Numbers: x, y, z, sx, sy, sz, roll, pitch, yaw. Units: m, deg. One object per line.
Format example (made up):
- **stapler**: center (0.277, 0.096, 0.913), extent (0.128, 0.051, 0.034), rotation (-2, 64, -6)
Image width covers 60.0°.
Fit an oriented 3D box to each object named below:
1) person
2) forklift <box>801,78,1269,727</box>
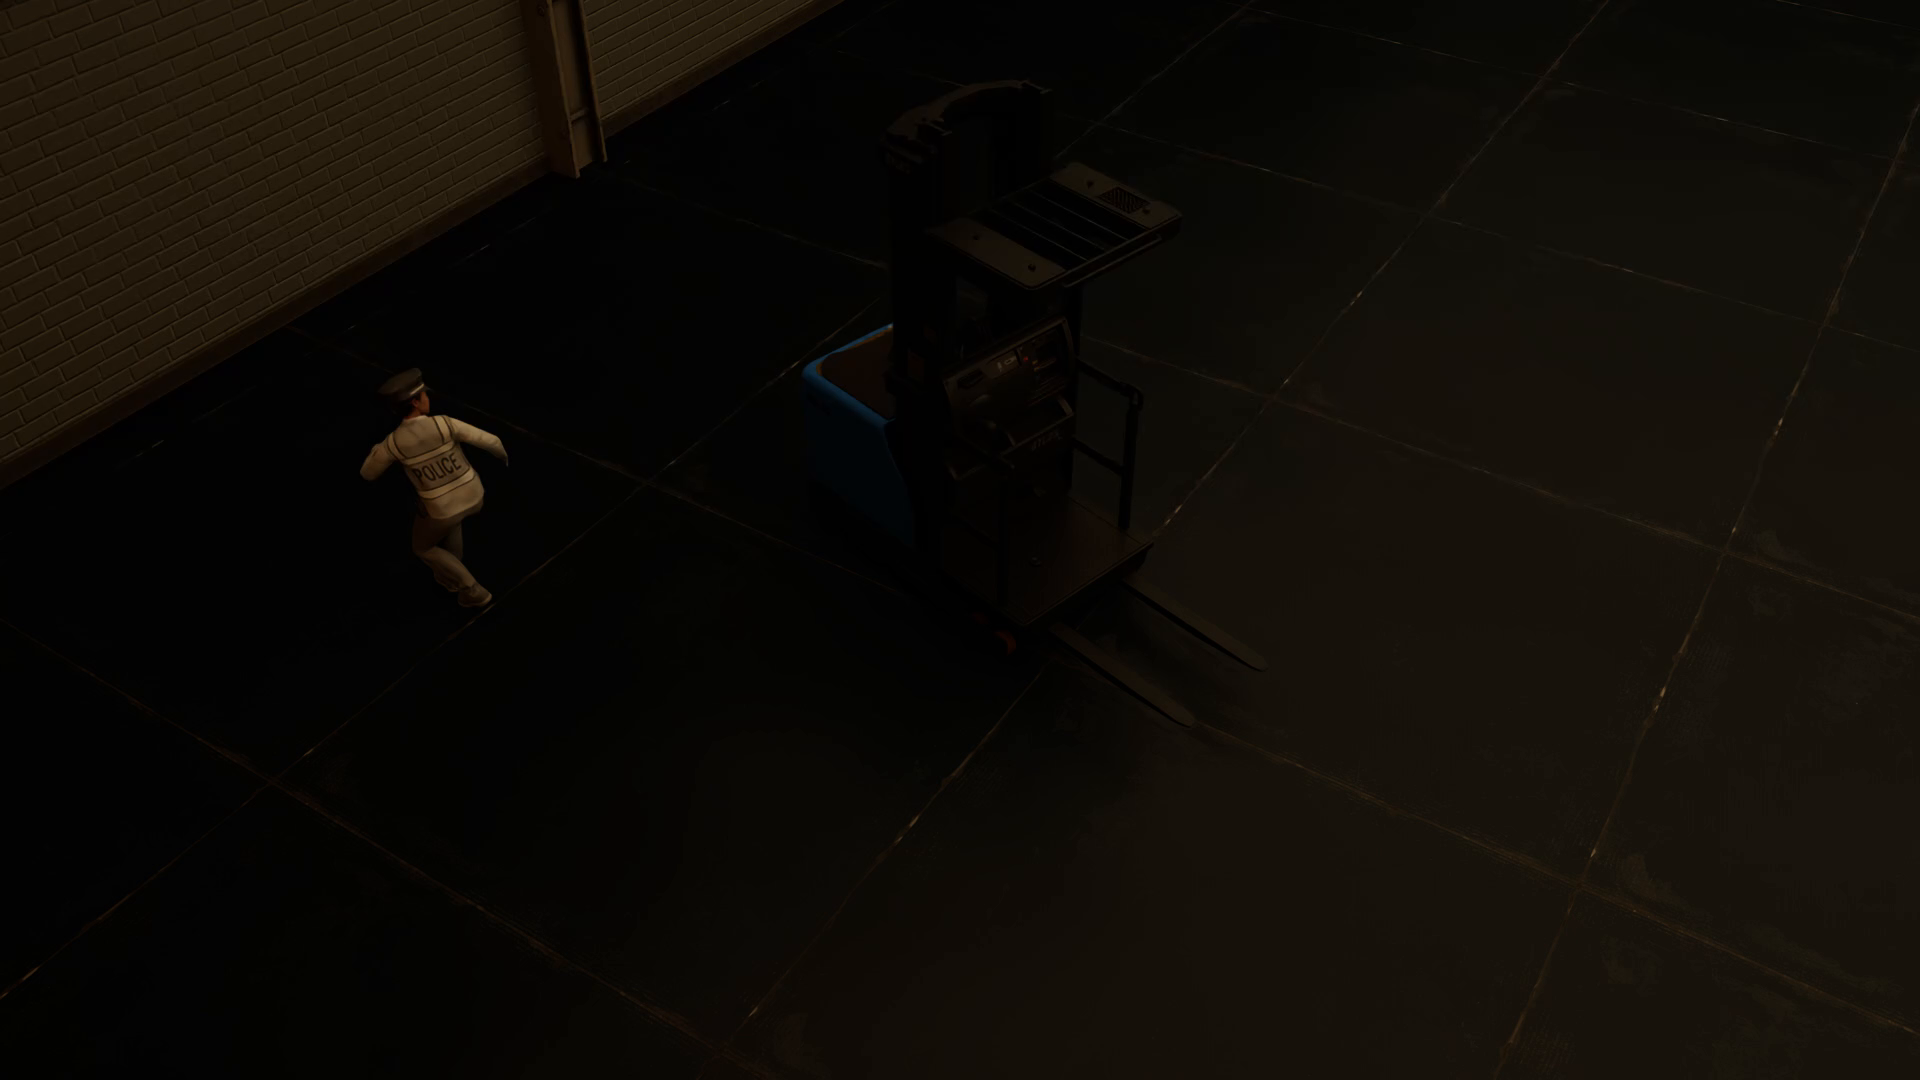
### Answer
- **person**: center (-2.936, -0.325, 9.421), extent (0.807, 1.556, 0.785), rotation (-29, 48, -30)
- **forklift**: center (0.417, -0.830, 8.946), extent (1.130, 2.935, 3.031), rotation (-31, 49, -31)
